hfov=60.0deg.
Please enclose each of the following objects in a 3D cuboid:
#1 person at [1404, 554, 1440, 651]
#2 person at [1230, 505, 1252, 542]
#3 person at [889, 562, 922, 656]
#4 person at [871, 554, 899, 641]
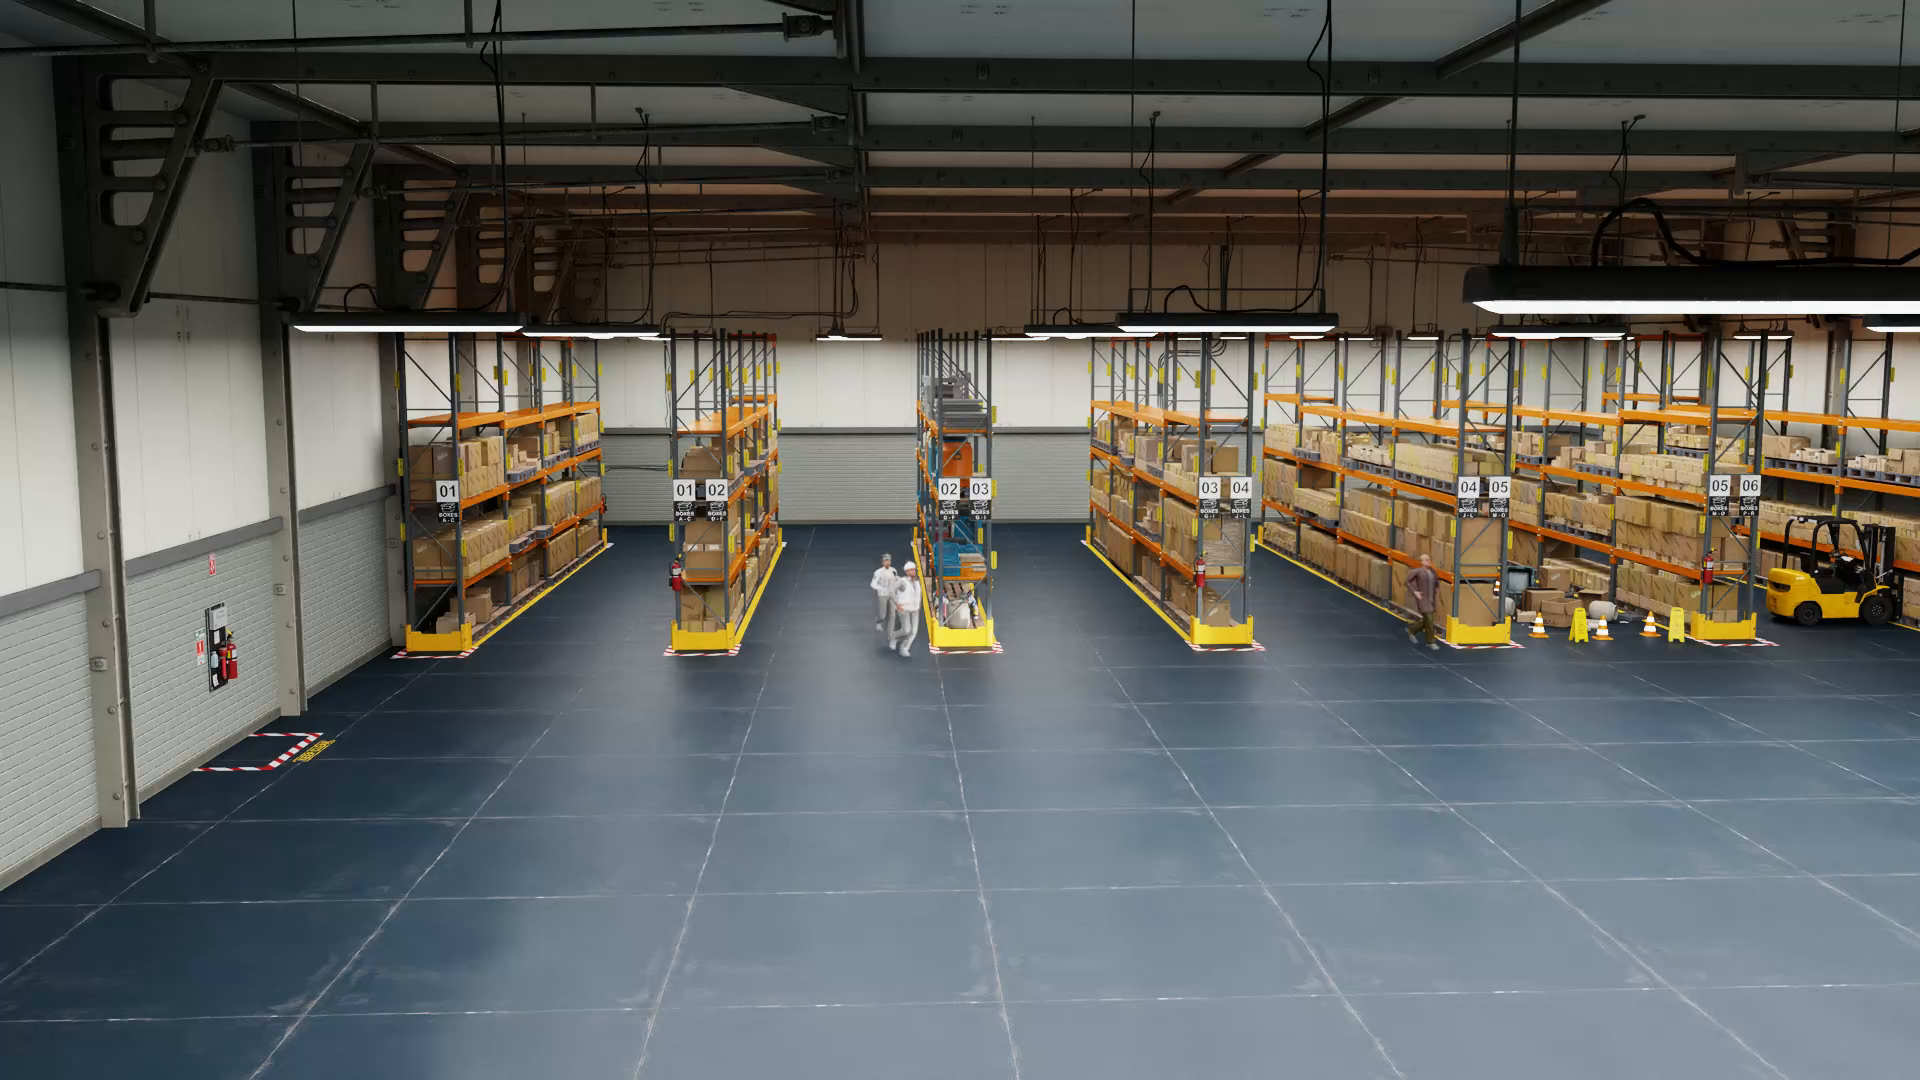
[{"bbox_3d":[8.830,1.168,31.448,0.726,1.793,0.792,-5,8,-35],"label":"person"},{"bbox_3d":[7.563,-0.432,44.936,0.651,1.758,0.608,1,7,9],"label":"person"},{"bbox_3d":[-0.972,1.265,30.719,0.706,1.716,0.559,-6,9,-42],"label":"person"},{"bbox_3d":[-1.408,1.088,32.221,0.619,1.663,0.858,-2,7,-19],"label":"person"}]
